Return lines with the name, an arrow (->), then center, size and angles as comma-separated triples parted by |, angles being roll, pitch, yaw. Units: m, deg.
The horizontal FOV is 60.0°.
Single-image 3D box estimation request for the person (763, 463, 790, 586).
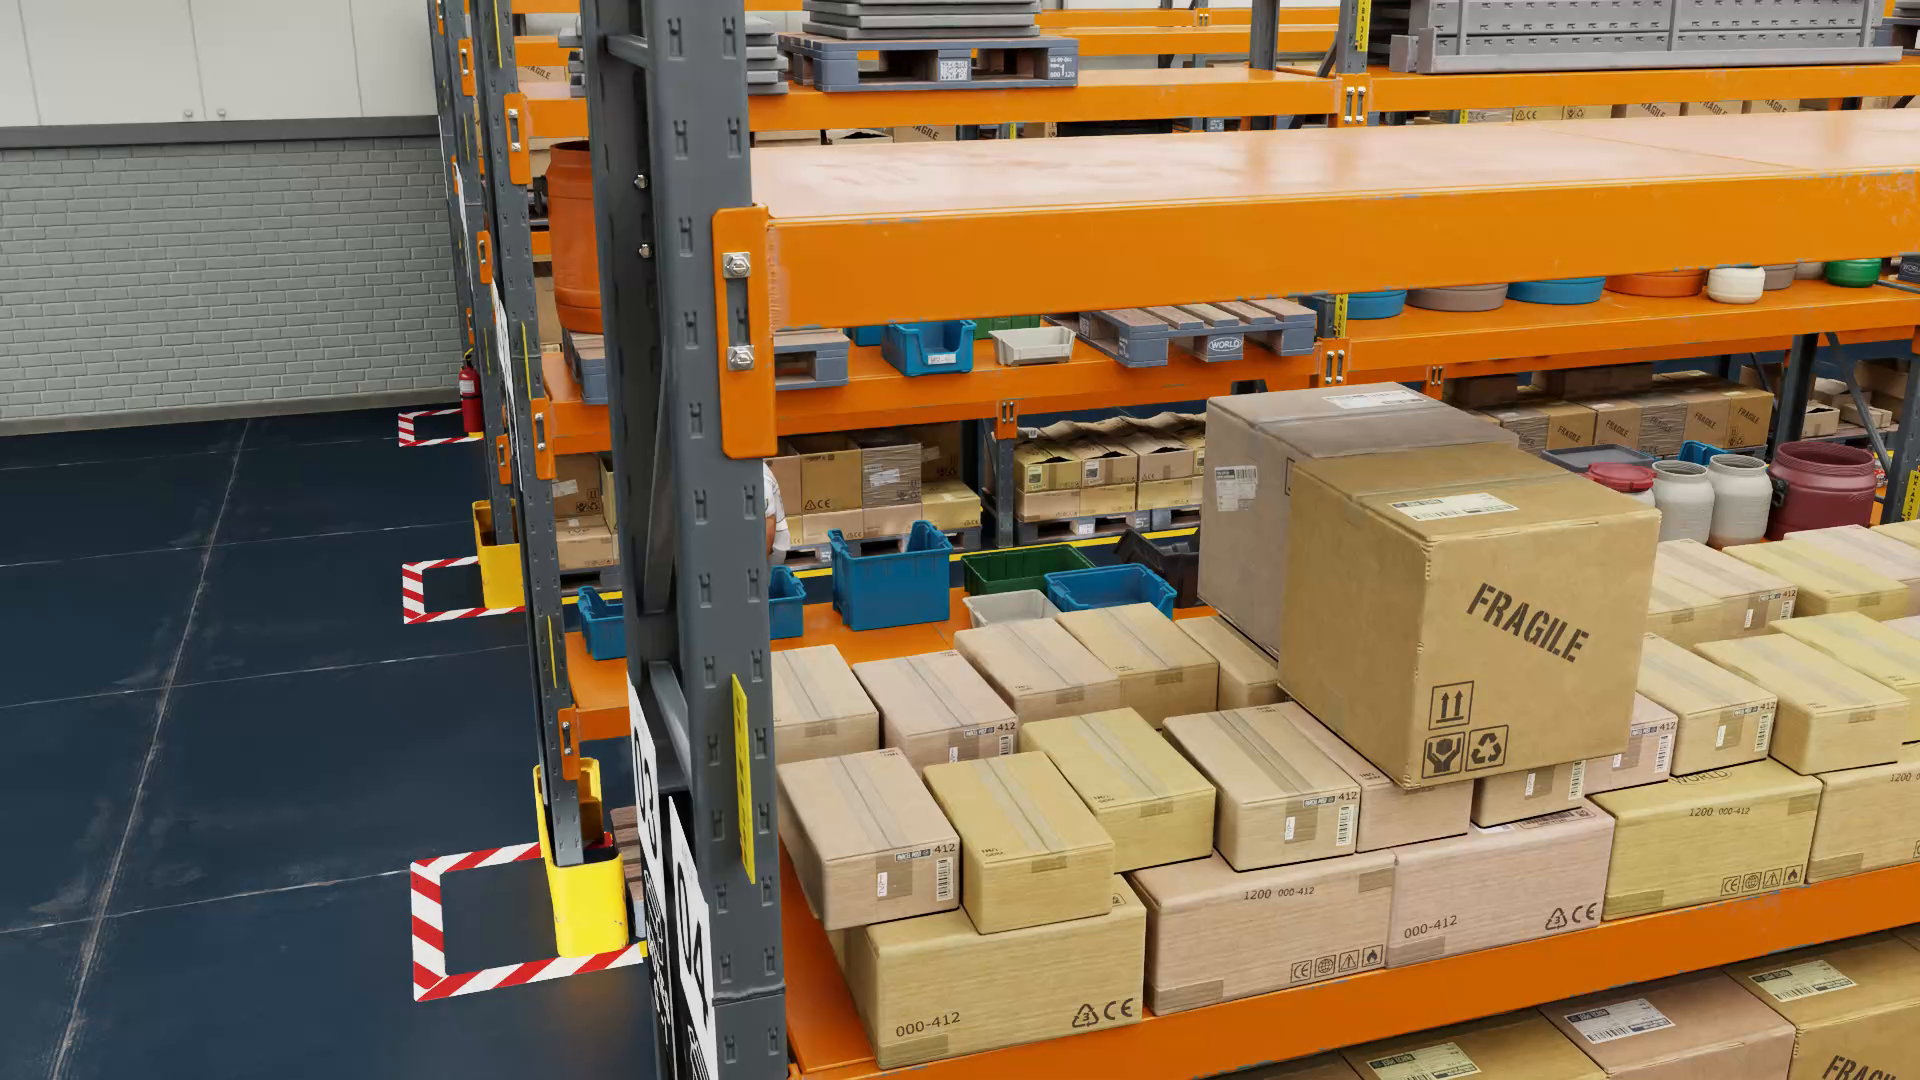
person -> -1.421, 0.055, 11.400 | 0.468, 1.666, 0.564 | -8, 21, -21
